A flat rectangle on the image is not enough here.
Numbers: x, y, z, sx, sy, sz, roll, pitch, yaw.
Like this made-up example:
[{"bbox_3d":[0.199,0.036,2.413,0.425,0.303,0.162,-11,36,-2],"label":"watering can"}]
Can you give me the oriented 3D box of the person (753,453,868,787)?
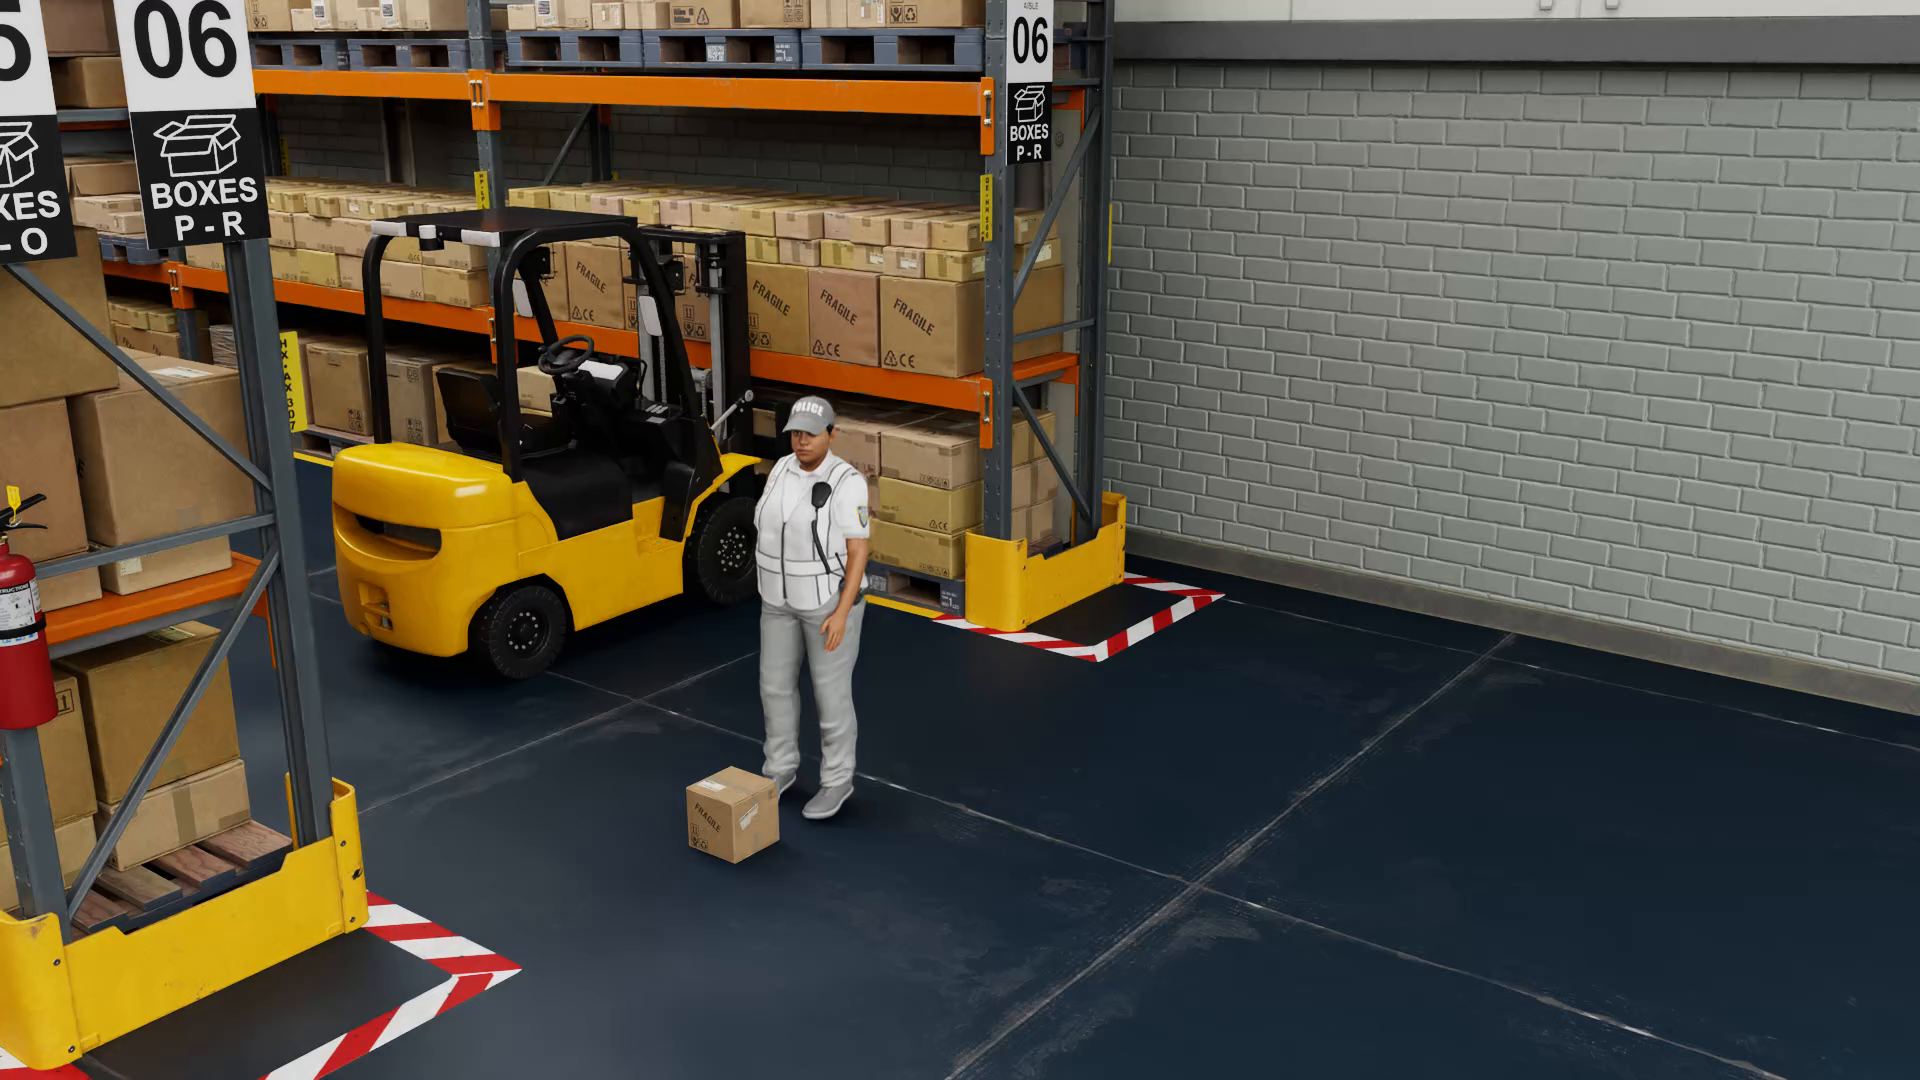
[{"bbox_3d":[-0.597,0.330,6.633,0.433,1.364,0.379,9,19,28],"label":"person"}]
